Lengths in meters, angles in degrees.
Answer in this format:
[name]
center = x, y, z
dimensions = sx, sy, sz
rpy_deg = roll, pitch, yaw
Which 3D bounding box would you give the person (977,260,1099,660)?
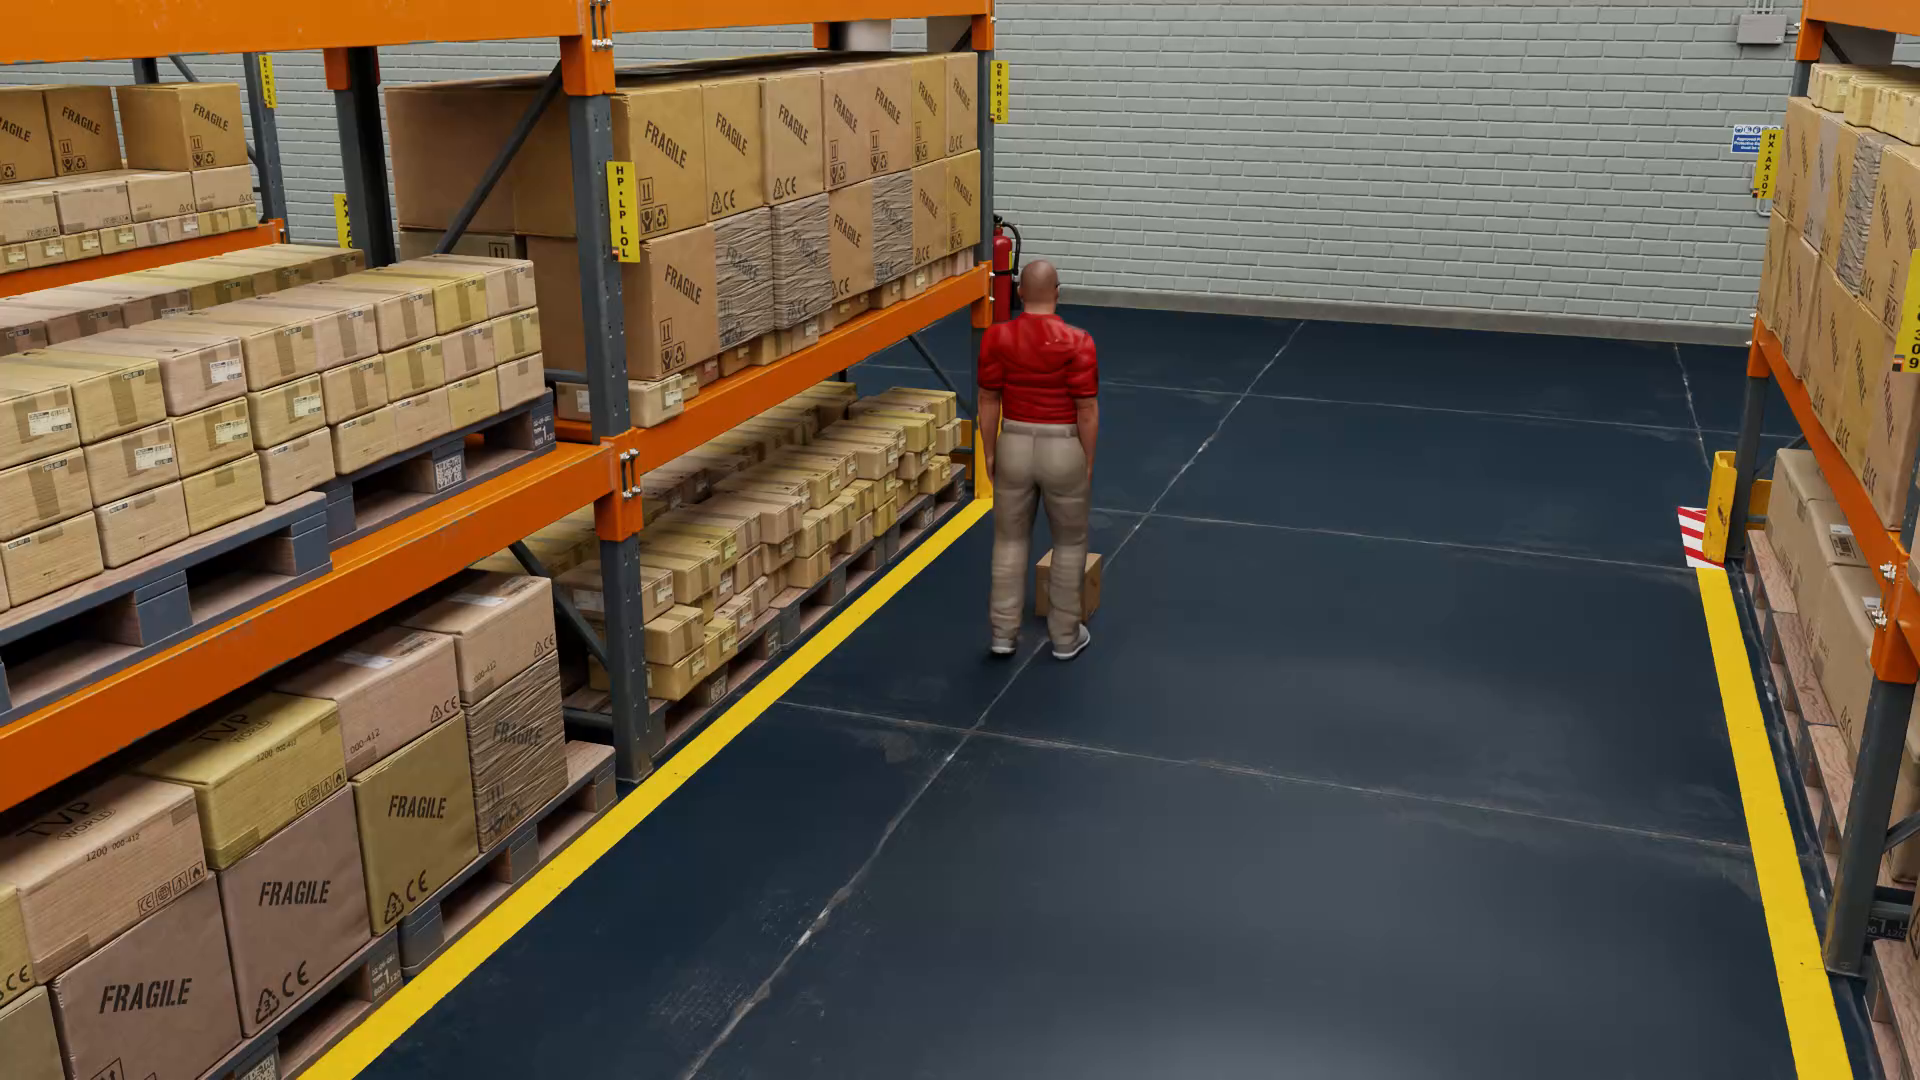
[person]
center = 0.343, -0.326, 7.123
dimensions = 0.526, 1.757, 0.380
rpy_deg = 7, 20, 19
